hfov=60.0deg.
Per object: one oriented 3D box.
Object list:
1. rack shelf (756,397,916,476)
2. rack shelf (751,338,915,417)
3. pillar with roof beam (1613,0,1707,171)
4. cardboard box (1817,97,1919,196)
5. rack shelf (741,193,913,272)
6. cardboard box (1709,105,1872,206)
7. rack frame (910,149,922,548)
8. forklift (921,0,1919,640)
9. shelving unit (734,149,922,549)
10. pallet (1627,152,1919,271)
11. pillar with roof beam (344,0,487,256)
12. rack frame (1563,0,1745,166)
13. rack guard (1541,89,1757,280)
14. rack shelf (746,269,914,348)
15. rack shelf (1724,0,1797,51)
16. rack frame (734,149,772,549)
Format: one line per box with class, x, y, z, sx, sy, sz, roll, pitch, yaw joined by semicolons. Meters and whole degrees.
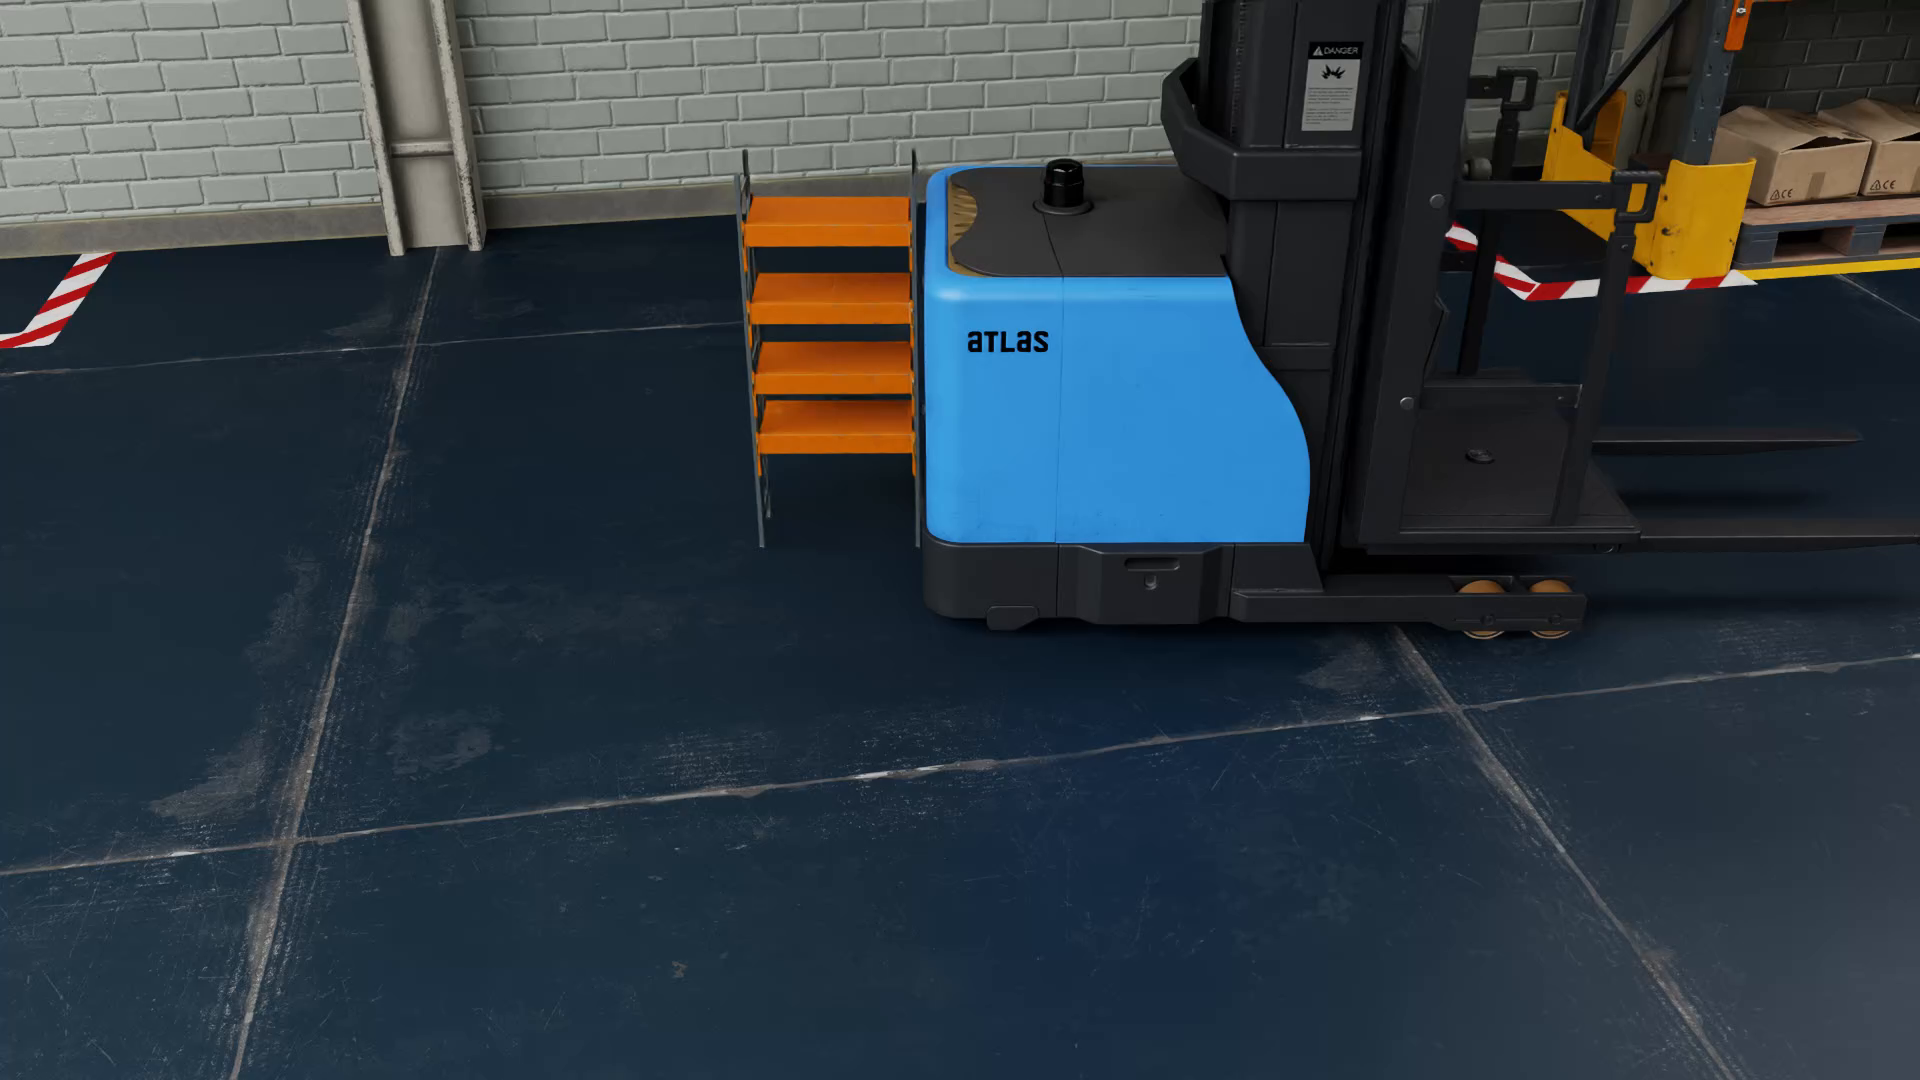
rack shelf;-0.375;-0.323;5.140;0.480;0.148;0.258;0;30;0
rack shelf;-0.375;-0.494;5.040;0.480;0.148;0.258;0;30;0
pillar with roof beam;4.312;-3.640;2.563;0.400;9.000;9.100;-5;31;-9
cardboard box;4.261;-1.806;7.581;0.500;0.311;0.500;-3;31;-5
rack shelf;-0.375;-0.891;4.806;0.480;0.148;0.258;0;30;0
cardboard box;3.700;-1.754;7.493;0.500;0.311;0.500;-9;32;-15
rack frame;-0.131;-0.553;5.007;0.015;1.200;0.240;0;30;0
forklift;1.406;-1.250;4.483;3.031;2.935;1.130;0;30;0
shelving unit;-0.375;-0.552;5.005;0.503;1.200;0.258;0;30;0
pallet;3.884;-1.567;7.706;1.213;0.211;1.003;-5;31;-9
pillar with roof beam;-1.590;-3.092;1.631;0.400;9.000;9.100;-5;31;-9
rack frame;3.004;-2.705;6.892;0.127;3.000;1.000;-5;31;-9
rack guard;3.078;-1.635;7.537;0.348;0.500;1.175;-5;31;-9
rack shelf;-0.375;-0.687;4.926;0.480;0.148;0.258;0;30;0
rack shelf;4.971;-2.578;7.384;4.000;0.370;1.077;-5;31;-9
rack frame;-0.619;-0.551;5.004;0.015;1.200;0.240;0;30;0
